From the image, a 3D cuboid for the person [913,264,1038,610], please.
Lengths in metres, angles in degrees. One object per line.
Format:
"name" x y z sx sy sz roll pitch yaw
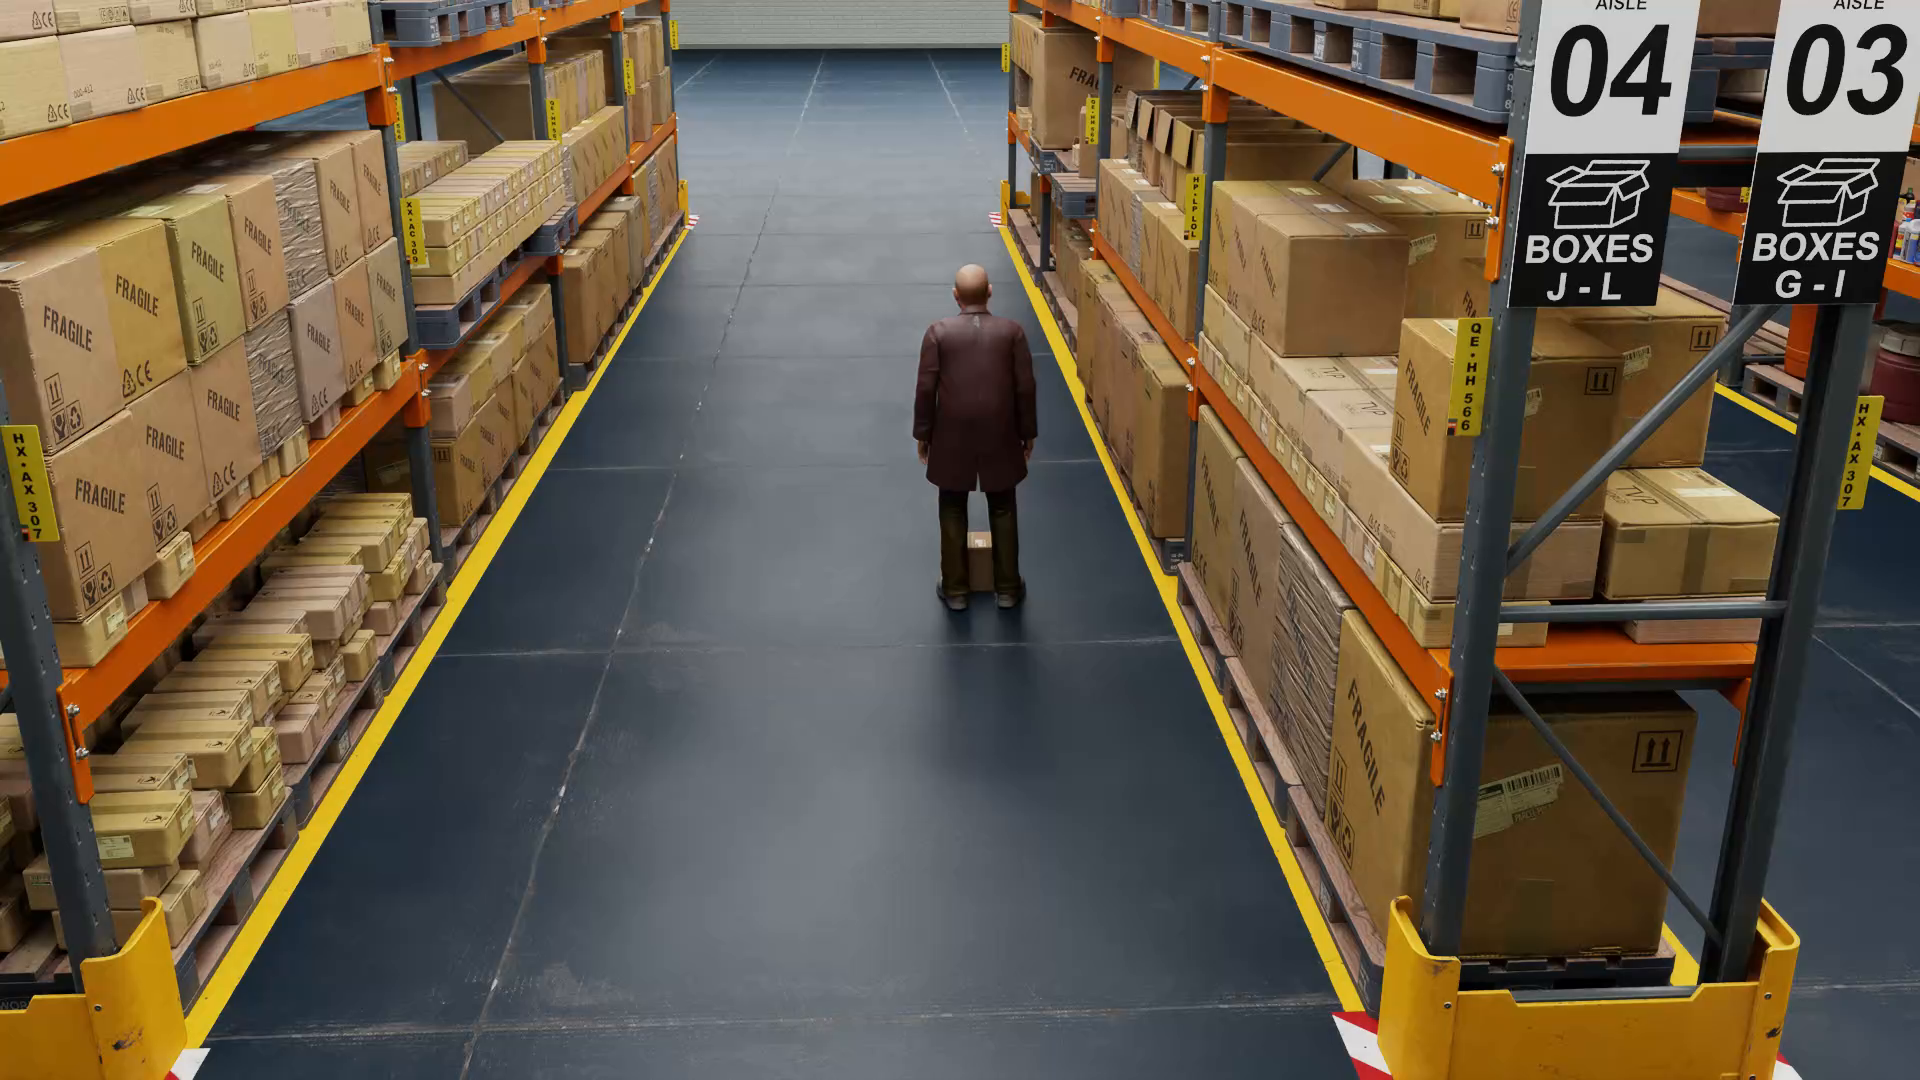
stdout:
"person" 0.080 -0.518 8.511 0.644 1.774 0.425 -1 20 -3
